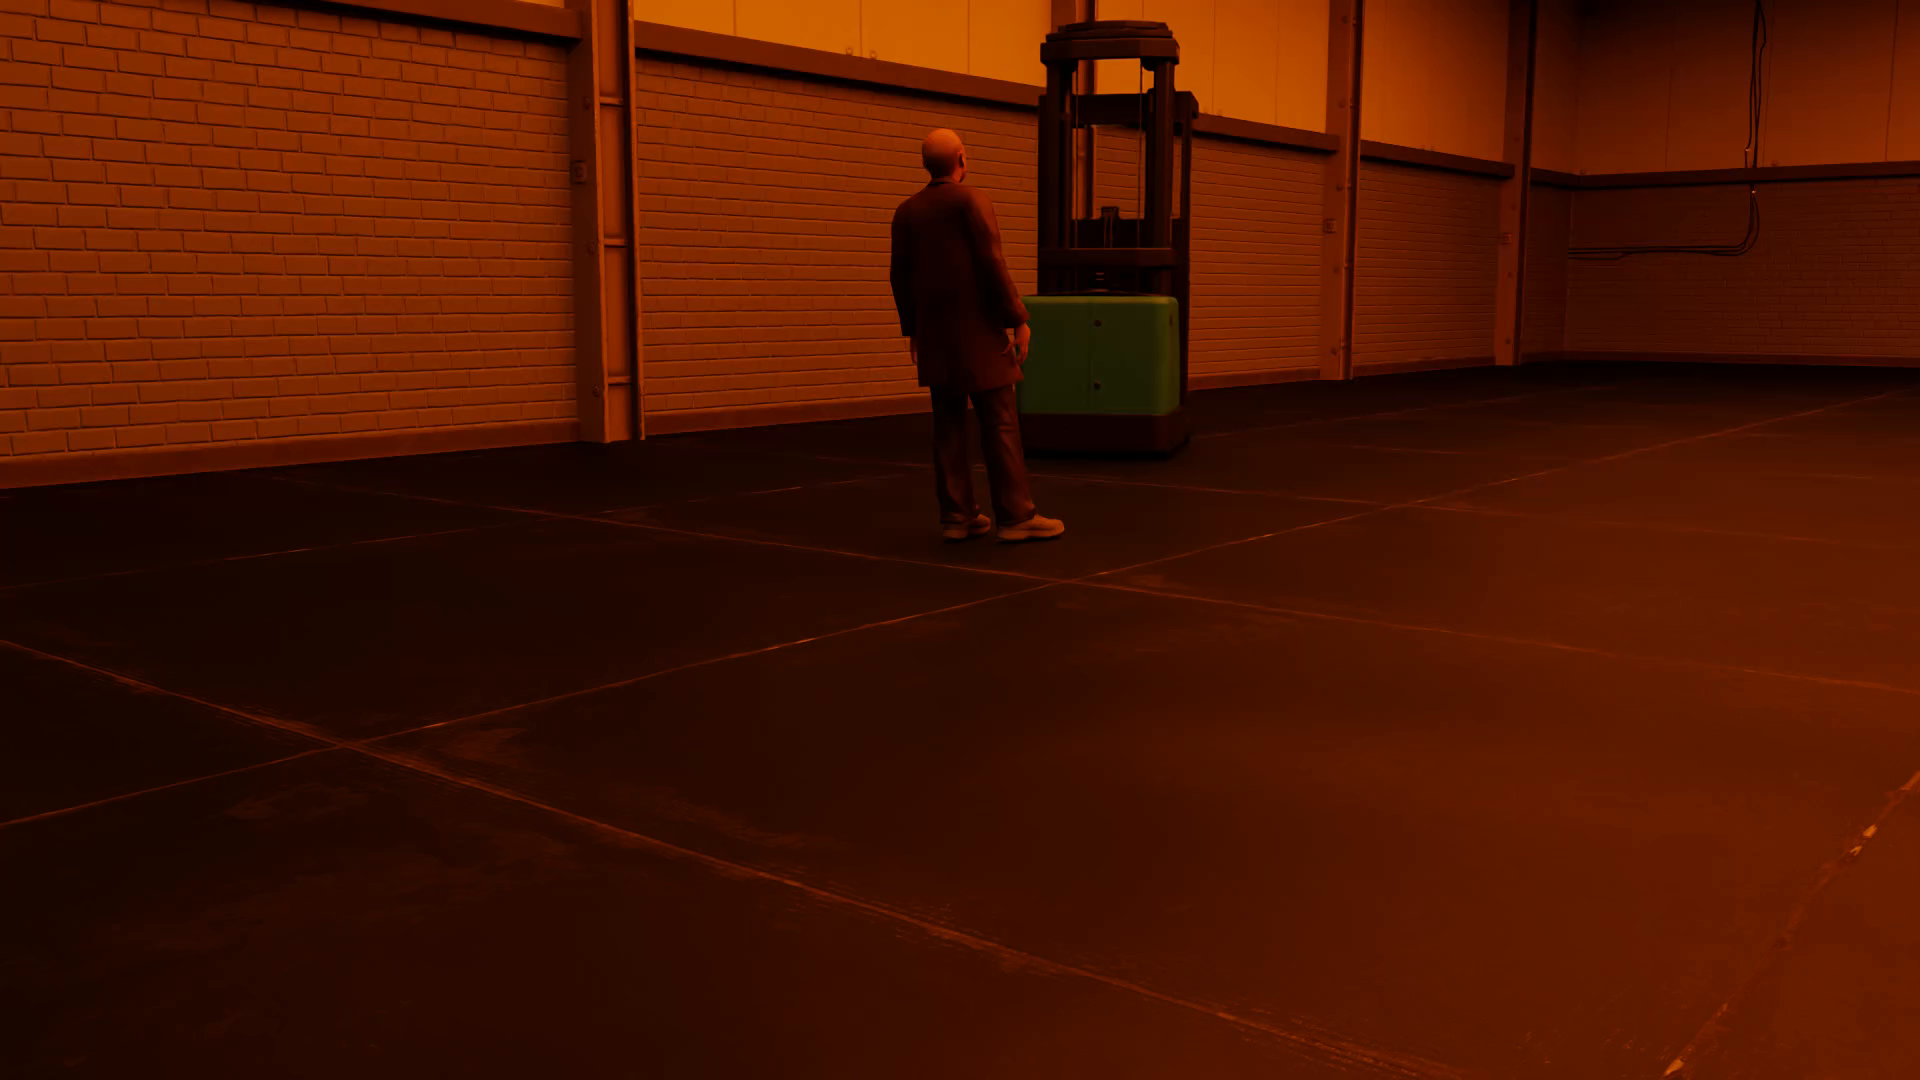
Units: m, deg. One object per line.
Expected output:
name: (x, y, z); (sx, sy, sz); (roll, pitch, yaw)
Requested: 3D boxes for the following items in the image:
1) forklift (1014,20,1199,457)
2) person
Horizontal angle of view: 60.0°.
forklift: (1.152, -2.179, 12.173); (1.130, 2.935, 3.031); (2, 9, 12)
person: (0.061, -0.896, 7.342); (0.696, 1.775, 0.582); (7, 11, 38)
